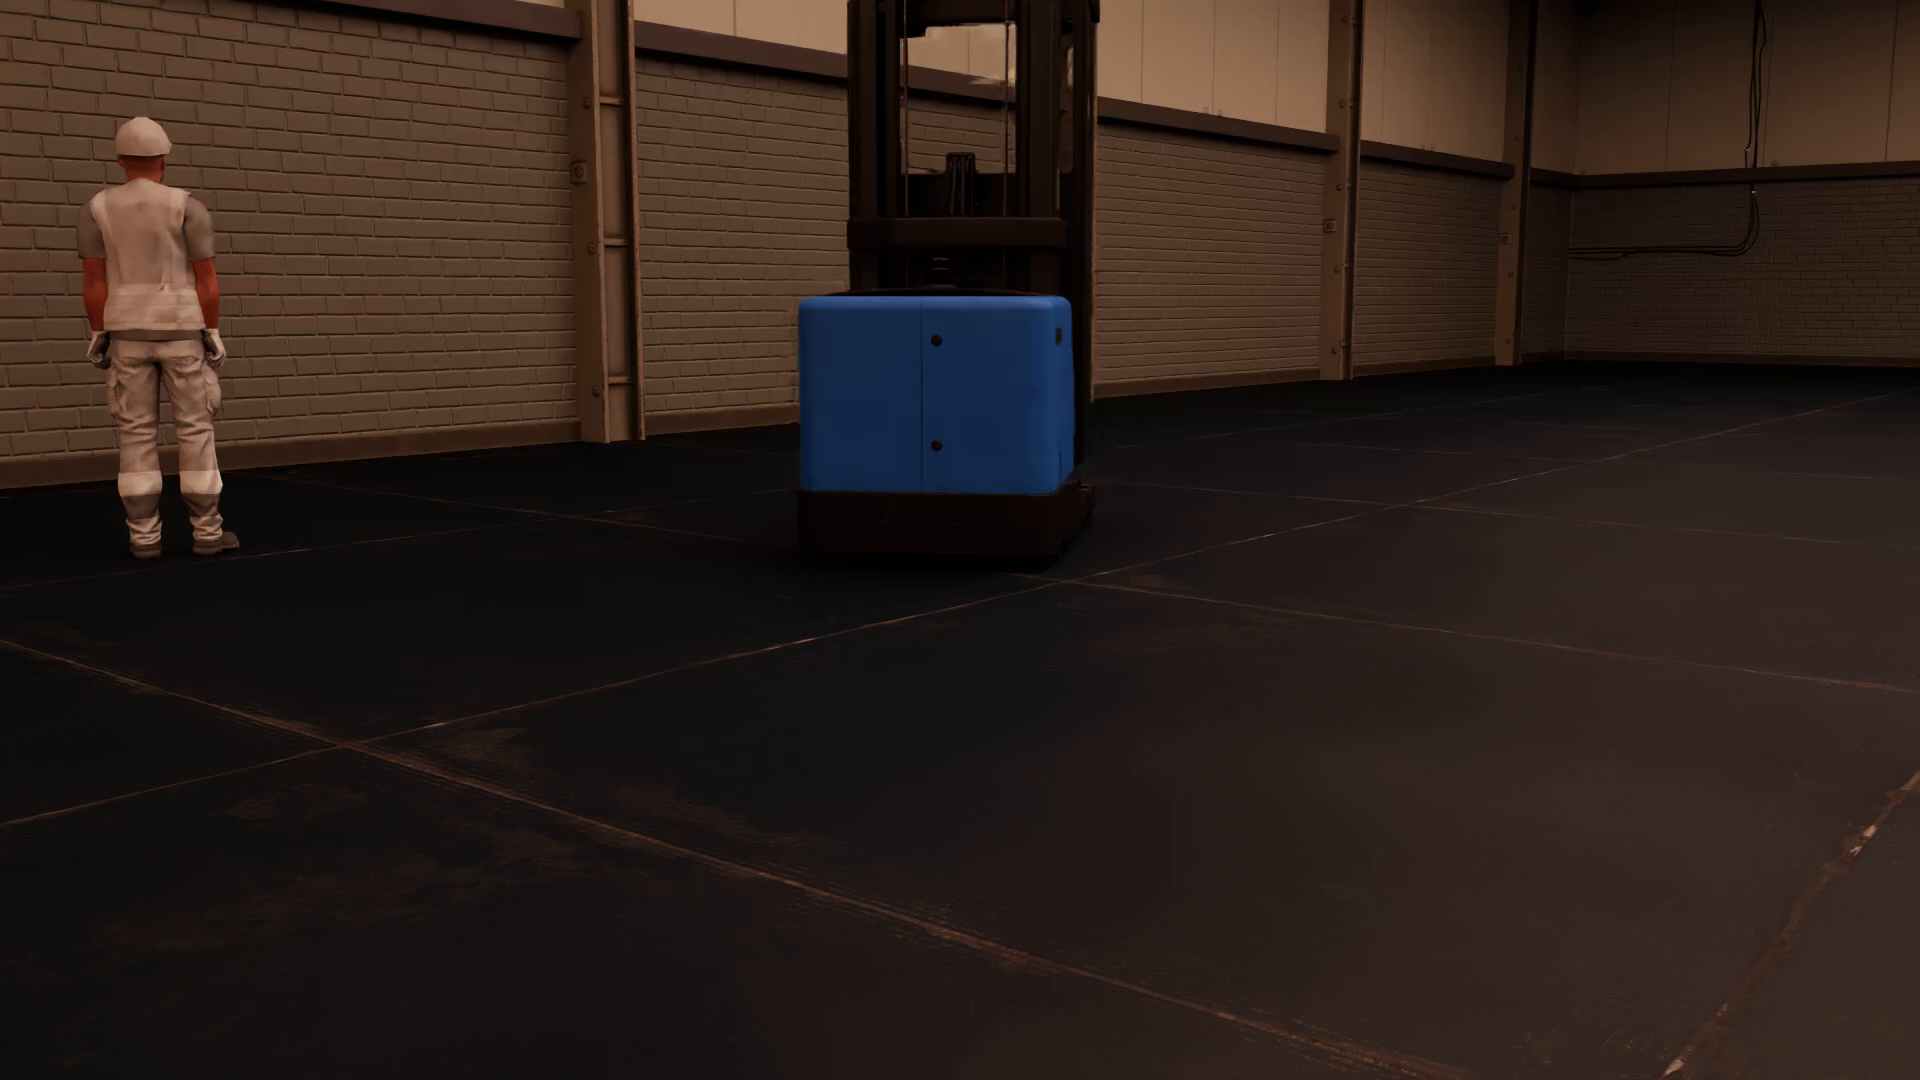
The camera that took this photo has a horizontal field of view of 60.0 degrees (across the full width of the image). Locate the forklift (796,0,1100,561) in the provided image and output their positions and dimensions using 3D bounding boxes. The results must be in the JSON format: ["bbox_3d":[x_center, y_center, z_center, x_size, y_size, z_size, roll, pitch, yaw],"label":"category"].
[{"bbox_3d":[0.074,-1.541,7.814,1.130,2.935,3.031,1,8,8],"label":"forklift"}]

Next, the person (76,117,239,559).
[{"bbox_3d":[-3.319,-0.827,6.877,0.525,1.795,0.367,-2,9,-17],"label":"person"}]
